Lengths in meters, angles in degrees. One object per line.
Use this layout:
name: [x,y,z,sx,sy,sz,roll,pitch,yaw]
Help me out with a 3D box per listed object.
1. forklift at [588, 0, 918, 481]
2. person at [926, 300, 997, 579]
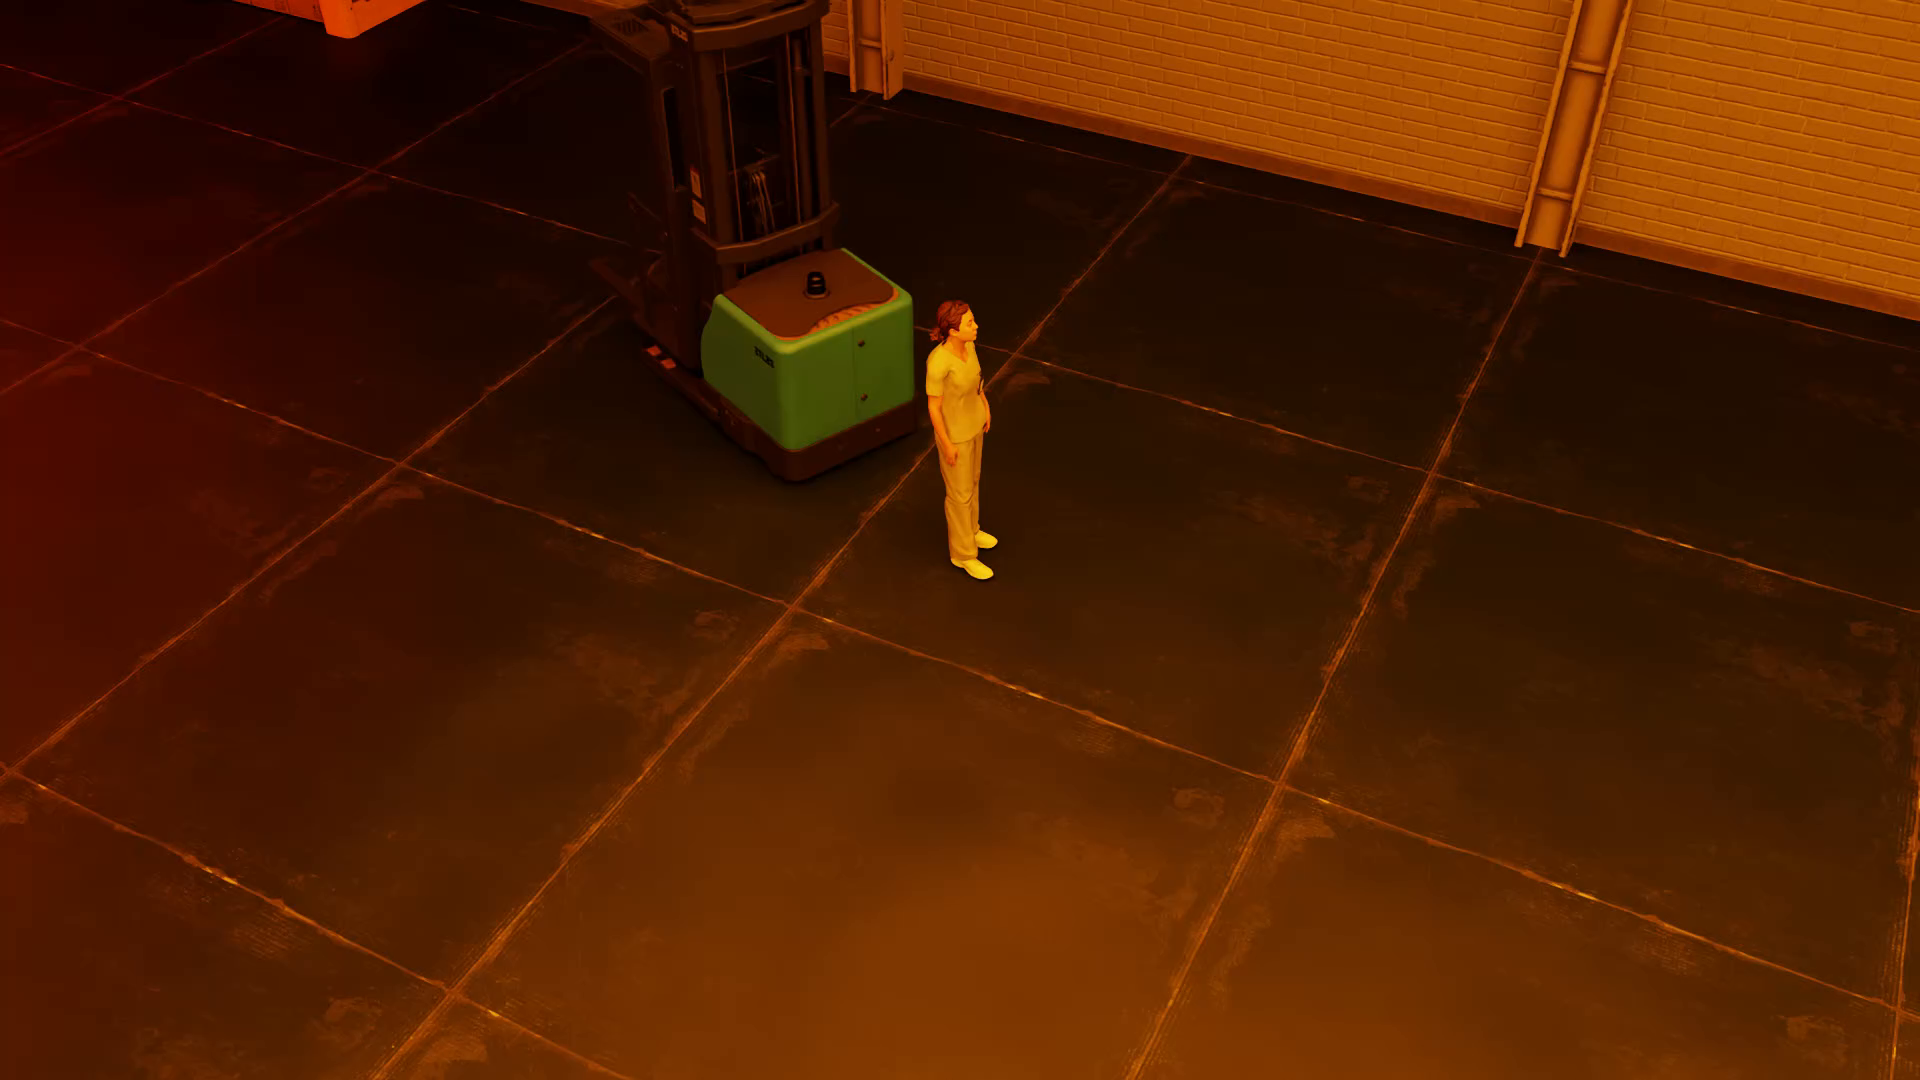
forklift: [-1.580,-2.390,10.824,1.130,2.935,3.031,-27,47,-28]
person: [0.060,-0.613,9.685,0.548,1.663,0.549,18,43,21]
